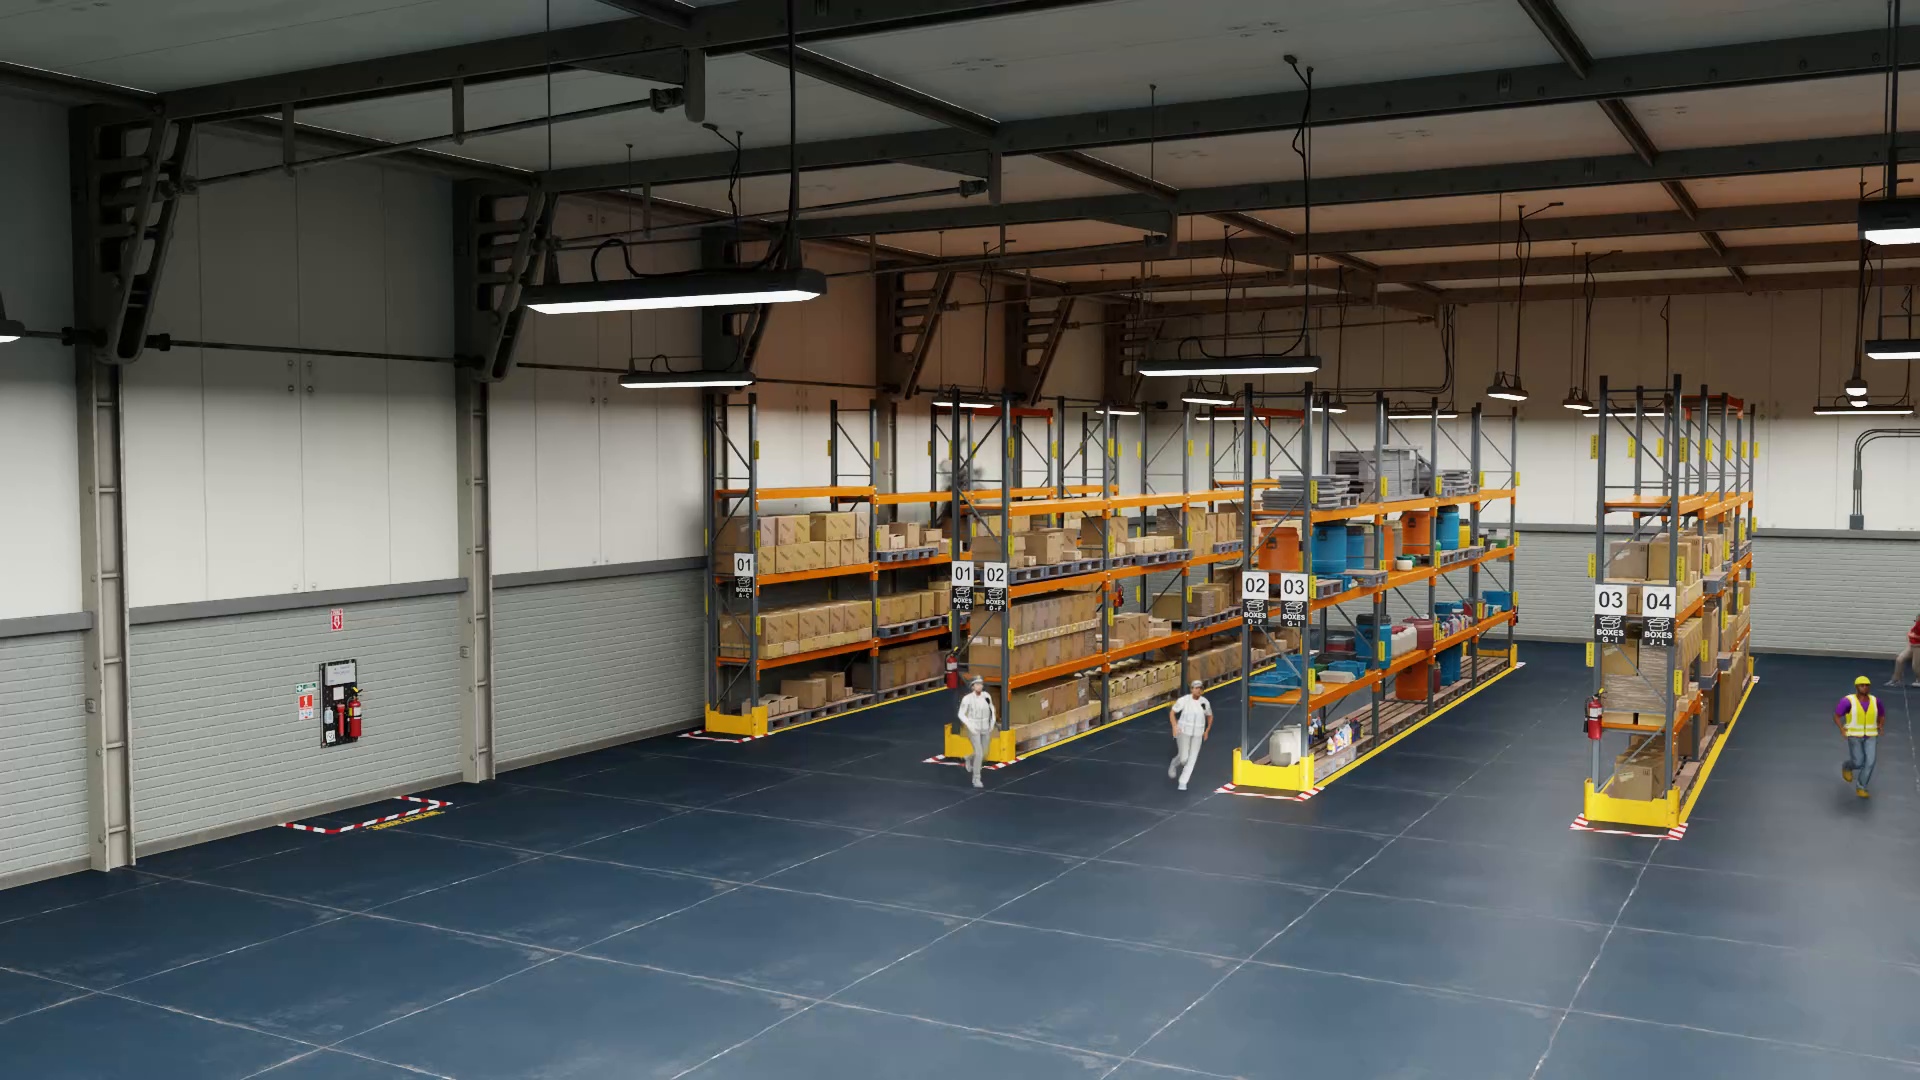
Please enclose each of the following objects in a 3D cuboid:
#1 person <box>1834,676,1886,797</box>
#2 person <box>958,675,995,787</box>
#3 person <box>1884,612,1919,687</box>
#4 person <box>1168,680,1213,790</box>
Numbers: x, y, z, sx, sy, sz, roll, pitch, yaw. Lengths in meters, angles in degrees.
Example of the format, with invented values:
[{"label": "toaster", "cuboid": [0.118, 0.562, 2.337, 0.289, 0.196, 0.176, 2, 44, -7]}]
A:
[{"label": "person", "cuboid": [13.096, 2.838, 24.170, 0.701, 1.726, 0.661, 1, 3, 11]}, {"label": "person", "cuboid": [0.238, 2.837, 24.918, 0.631, 1.687, 0.632, -2, 3, -27]}, {"label": "person", "cuboid": [20.058, 2.305, 34.990, 0.828, 1.680, 0.756, 0, 3, -2]}, {"label": "person", "cuboid": [3.446, 2.874, 24.672, 0.650, 1.595, 0.536, 0, 3, -6]}]
